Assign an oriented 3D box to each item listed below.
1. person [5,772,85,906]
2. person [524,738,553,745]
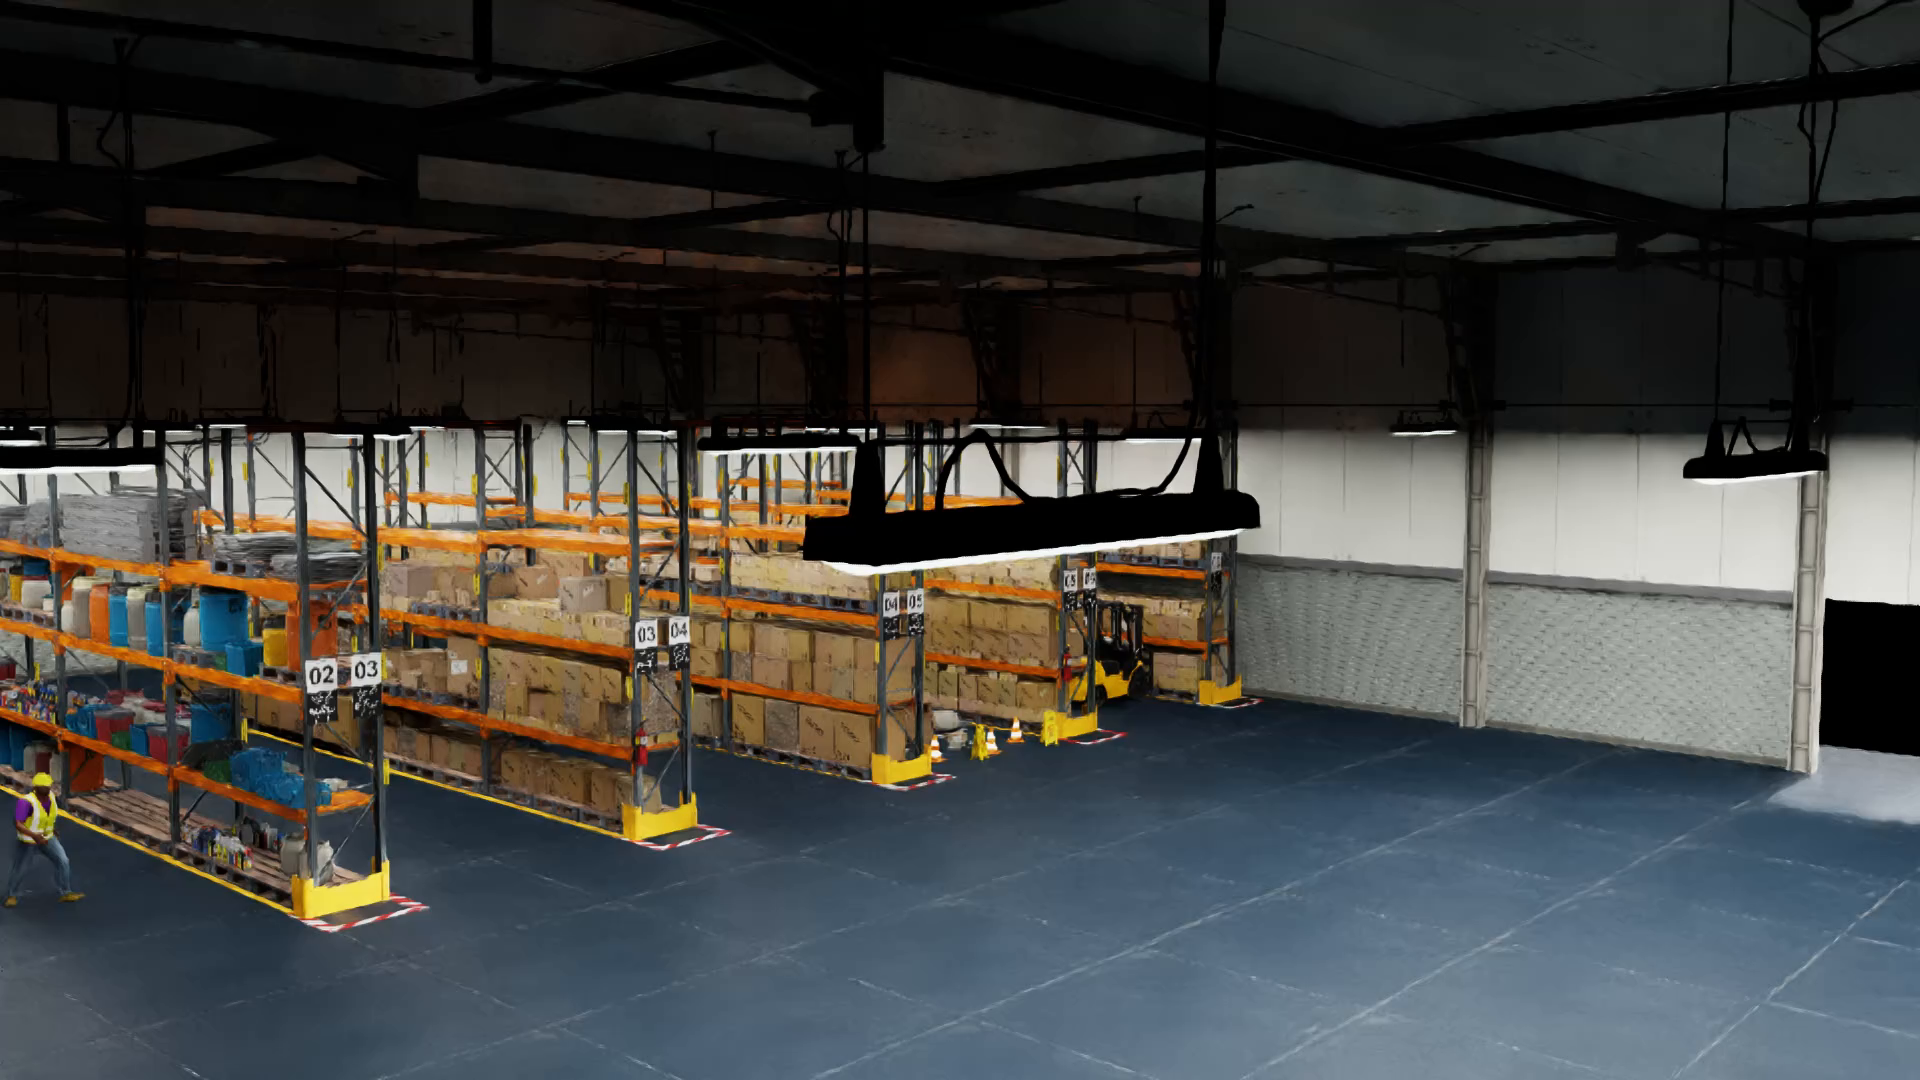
[{"bbox_3d":[-11.652,3.761,20.993,0.843,1.702,0.708,2,5,25],"label":"person"},{"bbox_3d":[-7.856,2.956,30.979,0.545,1.664,0.568,-2,5,-19],"label":"person"}]
